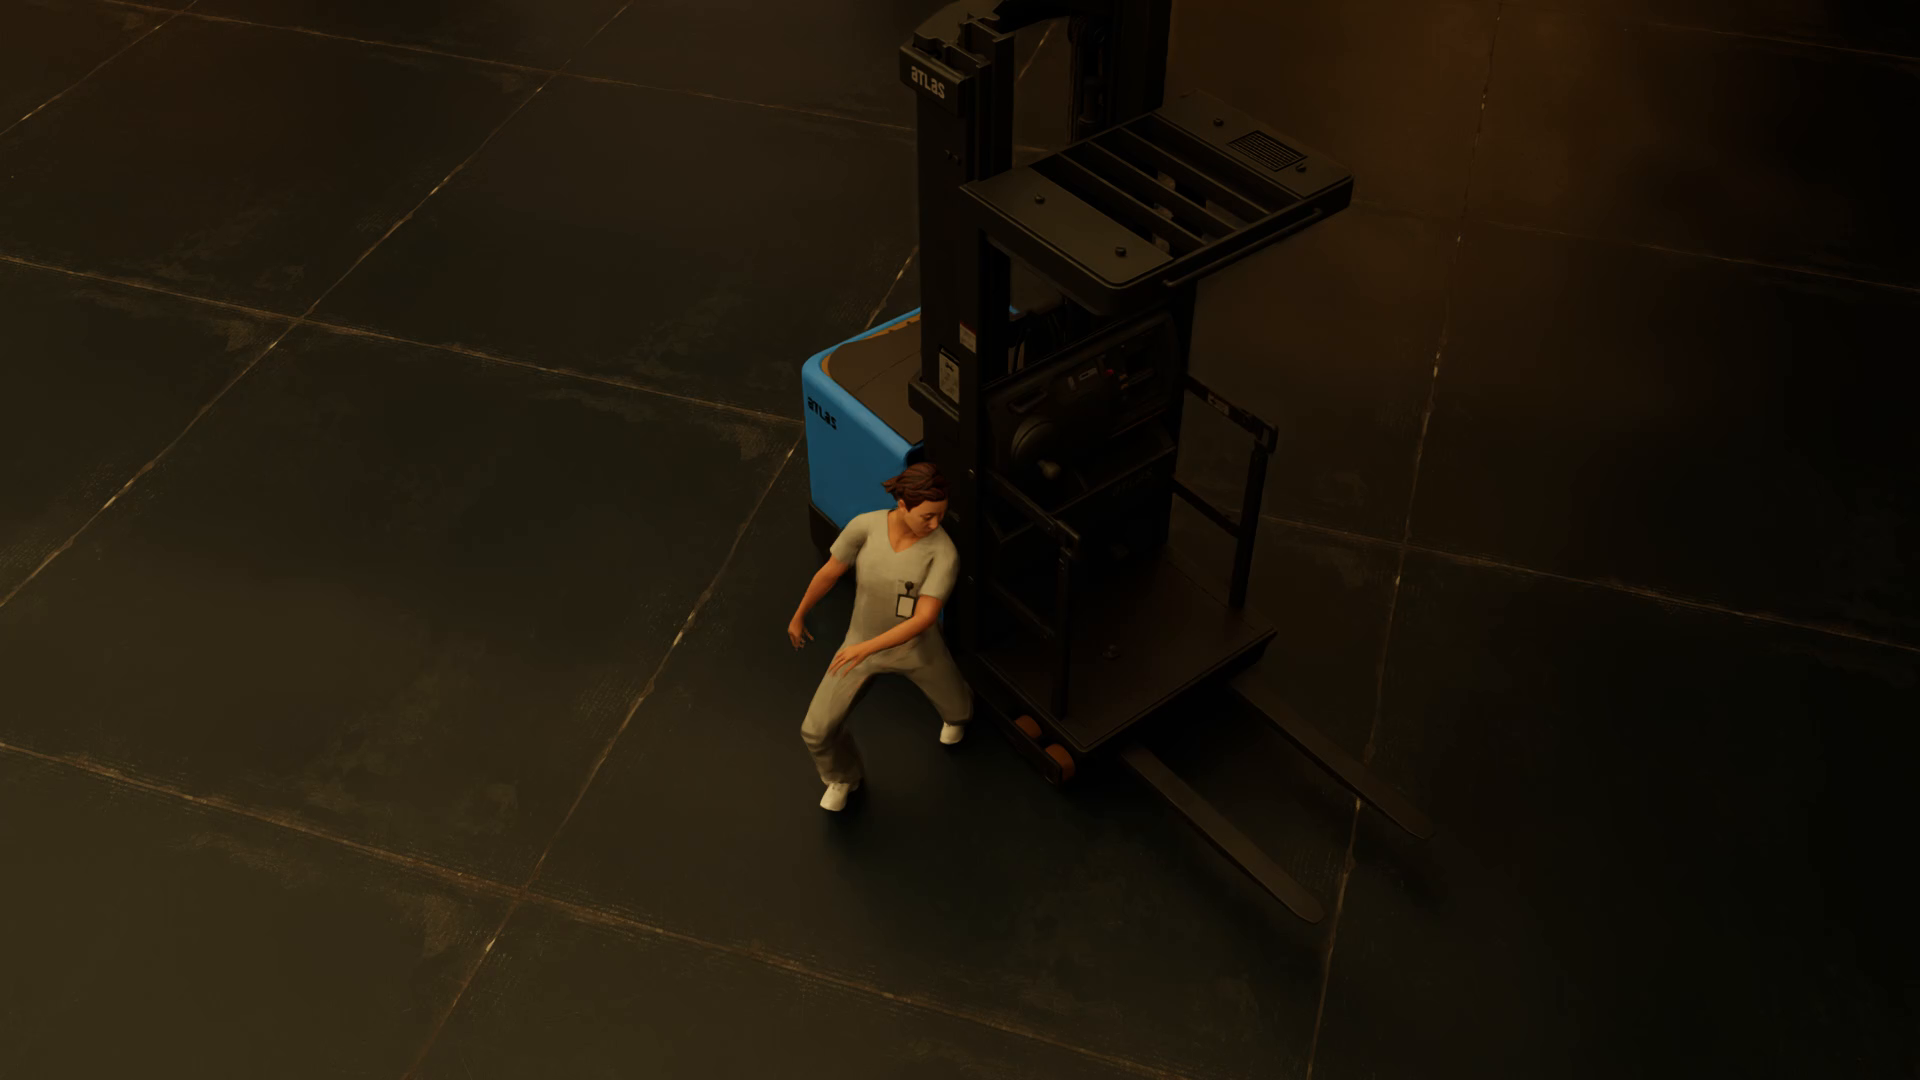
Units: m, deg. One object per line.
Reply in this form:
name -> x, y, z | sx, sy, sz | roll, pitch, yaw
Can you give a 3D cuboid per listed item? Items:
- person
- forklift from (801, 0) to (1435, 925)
person -> -0.301, 0.386, 6.295 | 0.710, 1.553, 0.840 | 5, 43, 5
forklift -> 0.611, -0.467, 6.191 | 1.130, 2.935, 3.031 | -28, 50, -27
